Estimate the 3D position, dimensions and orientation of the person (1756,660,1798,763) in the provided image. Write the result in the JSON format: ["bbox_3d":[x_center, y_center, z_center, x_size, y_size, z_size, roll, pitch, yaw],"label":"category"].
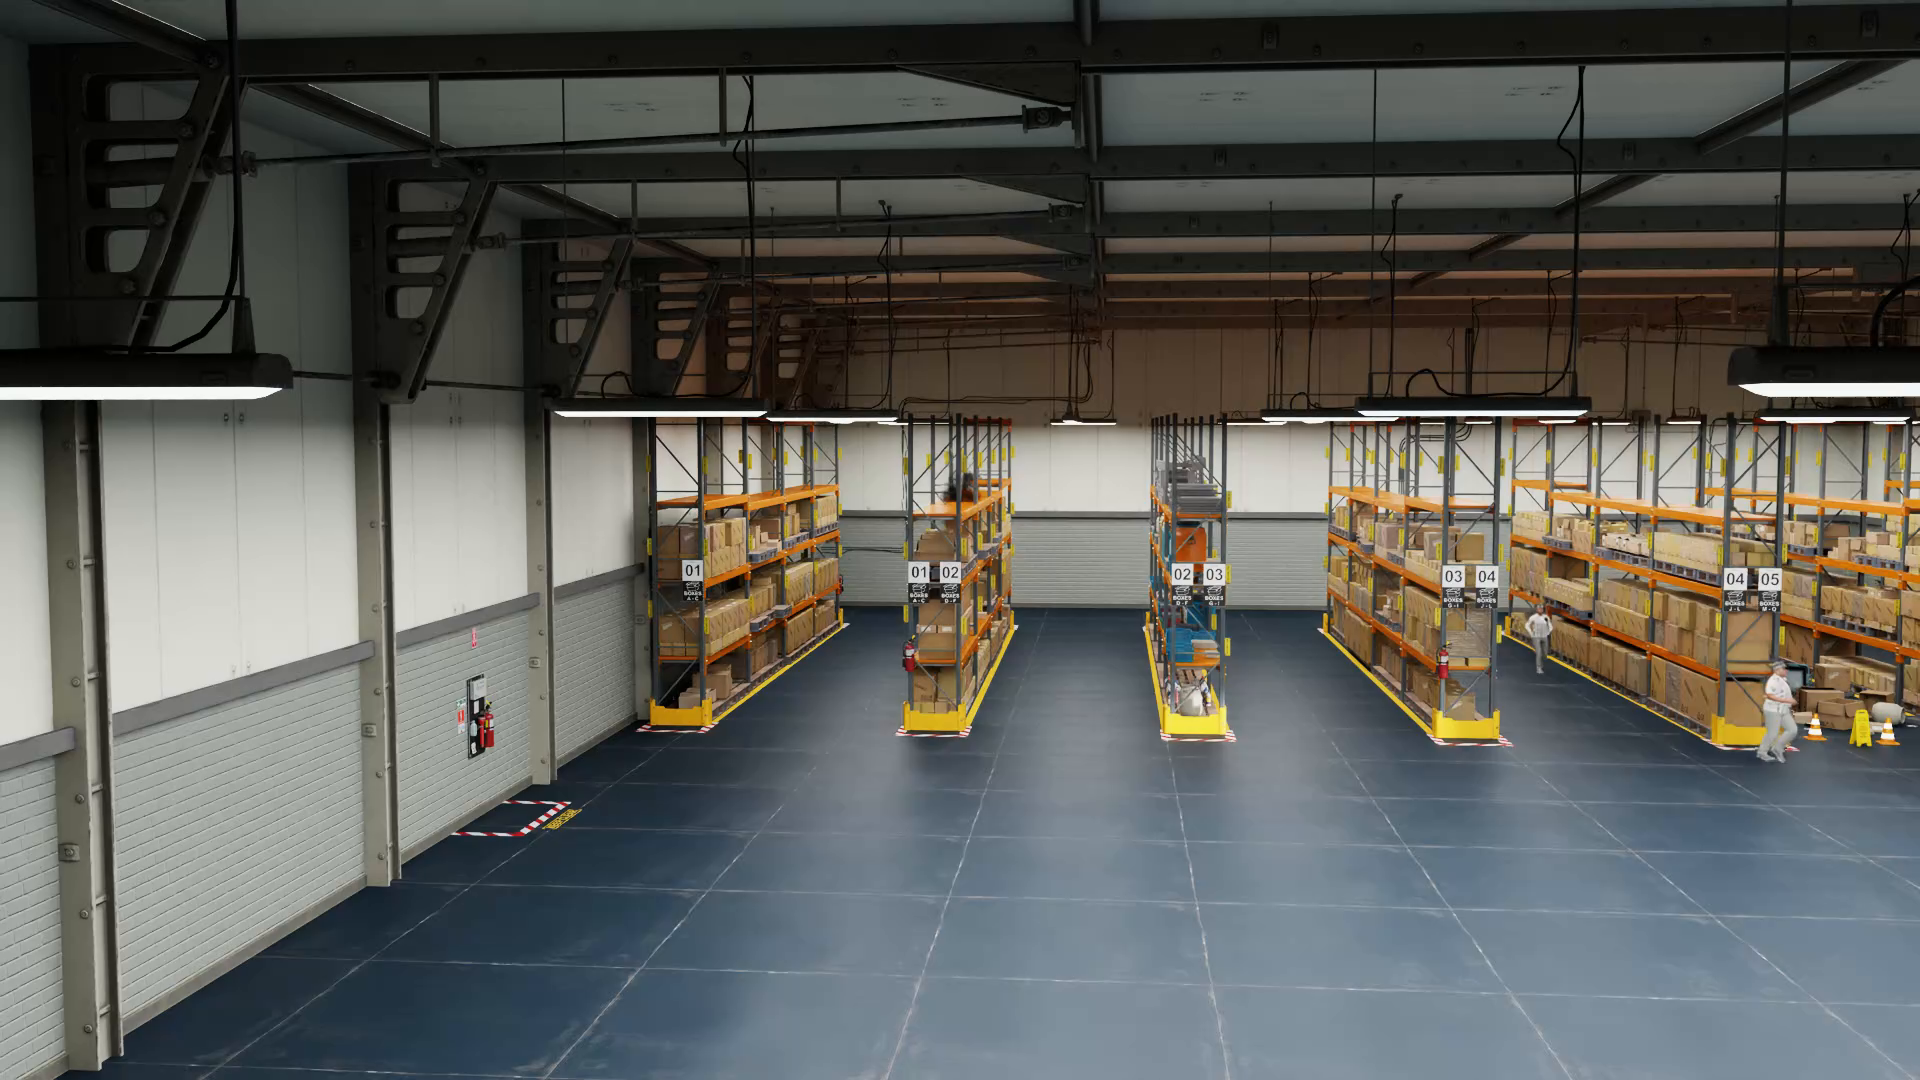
[{"bbox_3d":[13.994,2.941,28.402,0.659,1.803,0.710,-3,5,-39],"label":"person"}]

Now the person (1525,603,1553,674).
[{"bbox_3d":[13.542,2.279,38.879,0.620,1.653,0.698,0,4,5],"label":"person"}]

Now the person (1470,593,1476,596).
[{"bbox_3d":[13.747,1.934,44.344,0.588,1.709,0.741,1,4,12],"label":"person"}]
